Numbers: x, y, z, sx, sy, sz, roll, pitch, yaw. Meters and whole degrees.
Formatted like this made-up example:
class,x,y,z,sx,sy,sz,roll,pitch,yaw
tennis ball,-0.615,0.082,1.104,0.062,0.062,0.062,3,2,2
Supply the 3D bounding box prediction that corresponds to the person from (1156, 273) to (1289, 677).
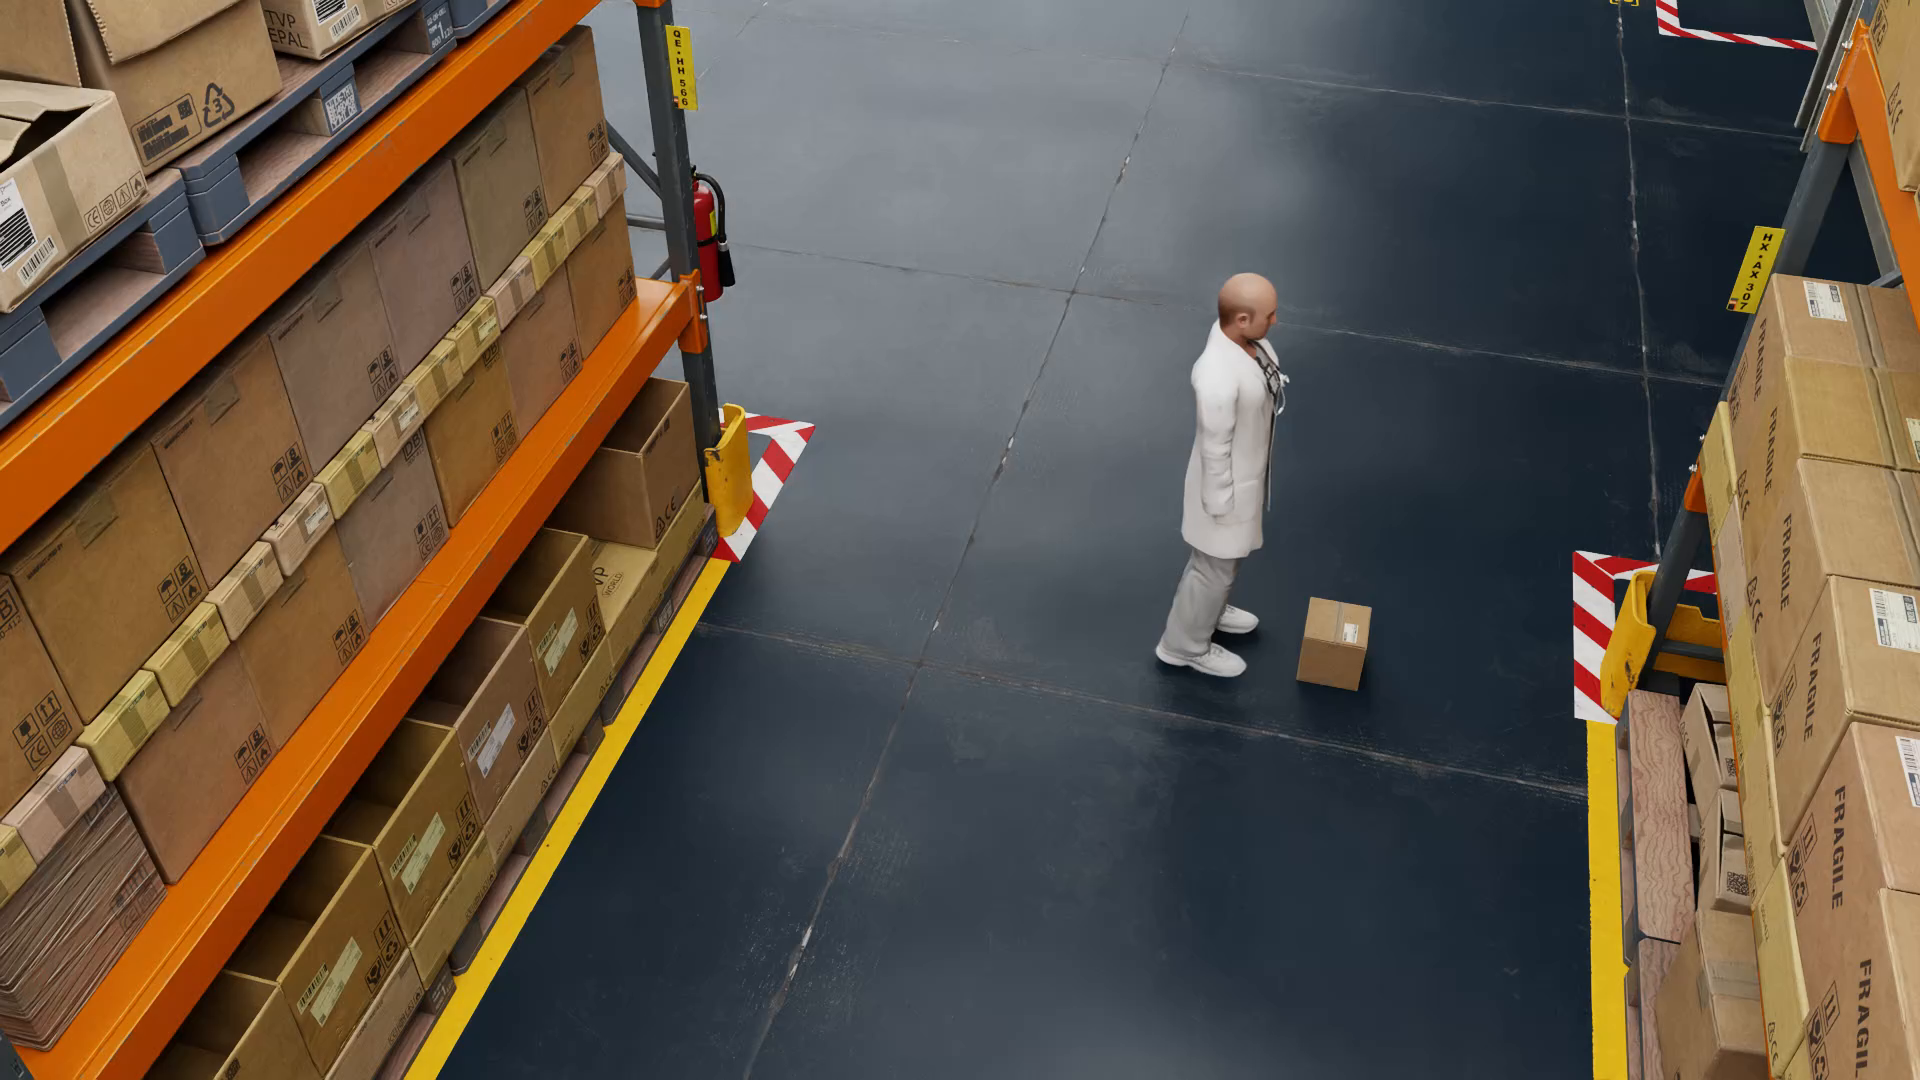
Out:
class,x,y,z,sx,sy,sz,roll,pitch,yaw
person,1.051,-0.253,6.477,0.385,1.783,0.562,11,42,12
